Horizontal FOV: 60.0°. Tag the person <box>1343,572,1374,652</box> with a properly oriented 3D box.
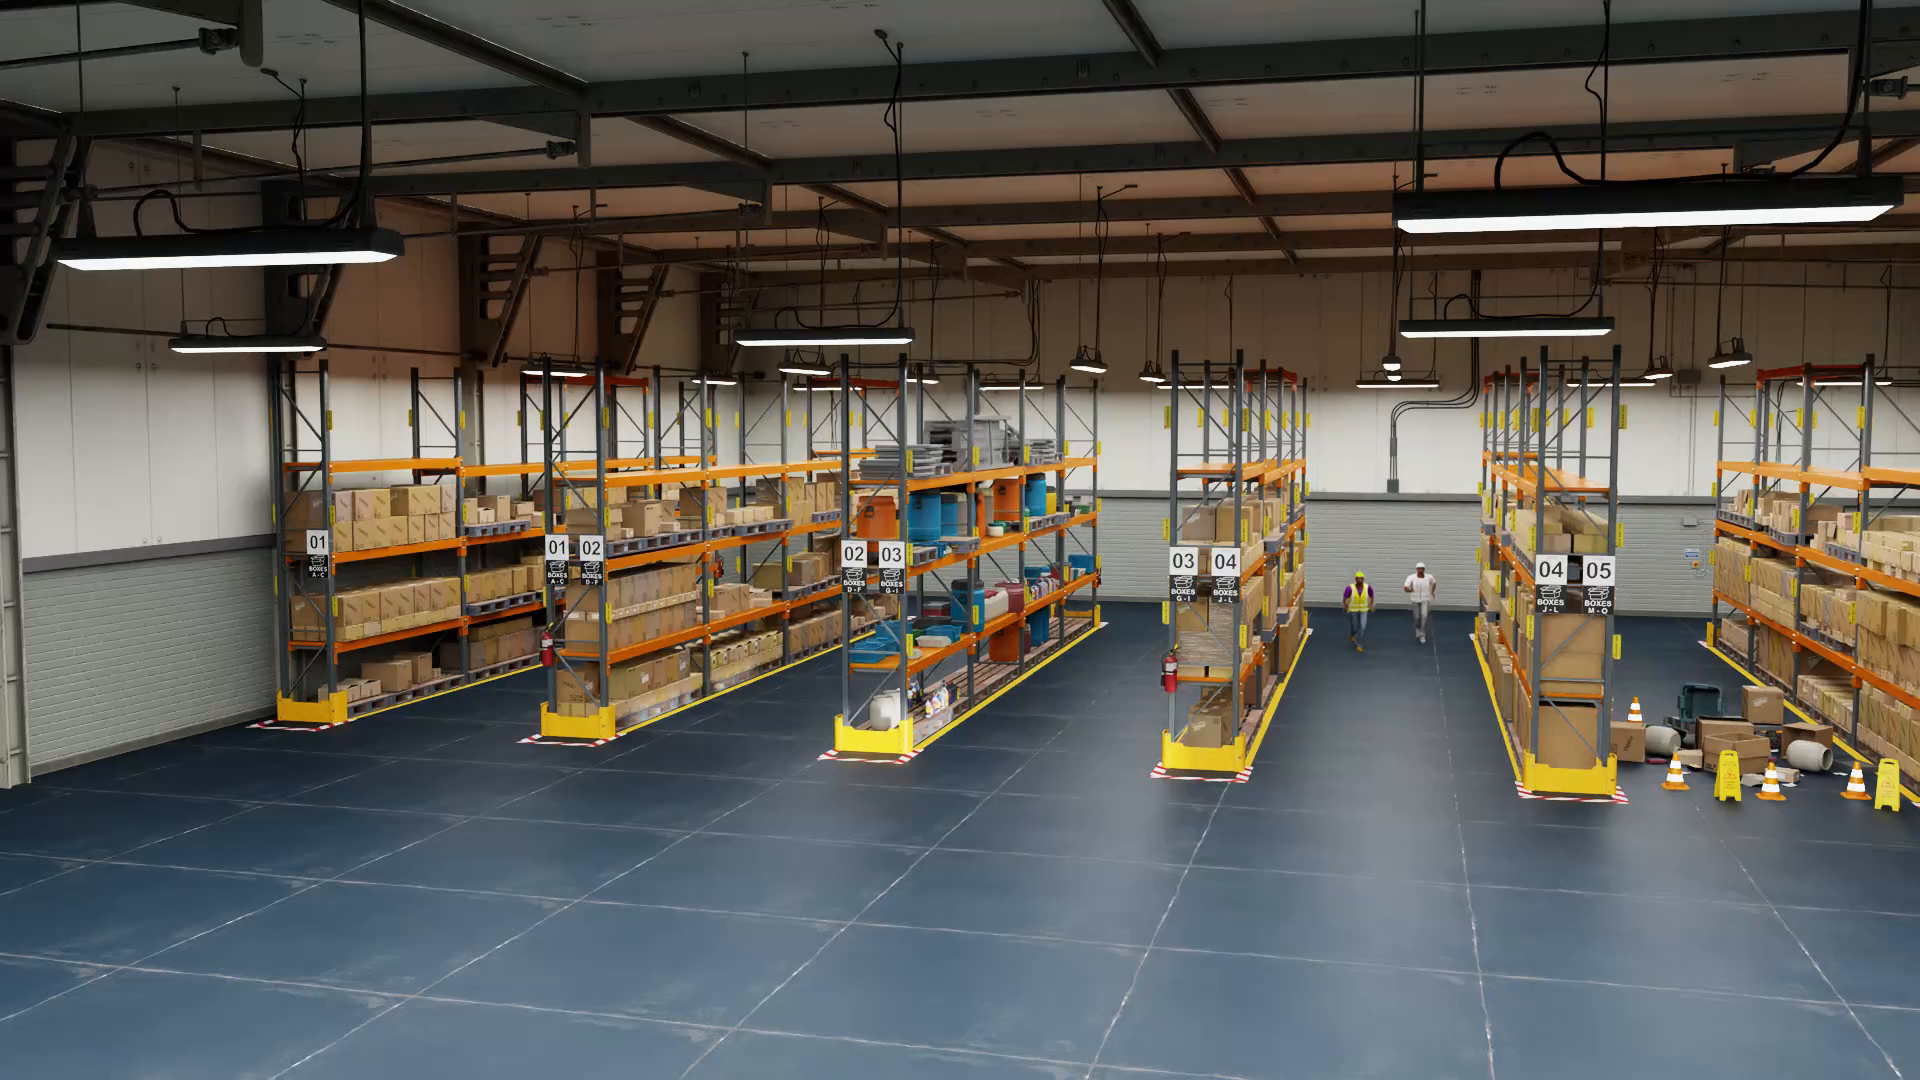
[{"bbox_3d":[8.683,1.543,36.225,0.683,1.727,0.743,0,4,7],"label":"person"}]

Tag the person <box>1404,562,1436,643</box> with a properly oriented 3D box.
[{"bbox_3d":[10.398,1.392,37.625,0.696,1.783,0.945,1,4,17],"label":"person"}]
